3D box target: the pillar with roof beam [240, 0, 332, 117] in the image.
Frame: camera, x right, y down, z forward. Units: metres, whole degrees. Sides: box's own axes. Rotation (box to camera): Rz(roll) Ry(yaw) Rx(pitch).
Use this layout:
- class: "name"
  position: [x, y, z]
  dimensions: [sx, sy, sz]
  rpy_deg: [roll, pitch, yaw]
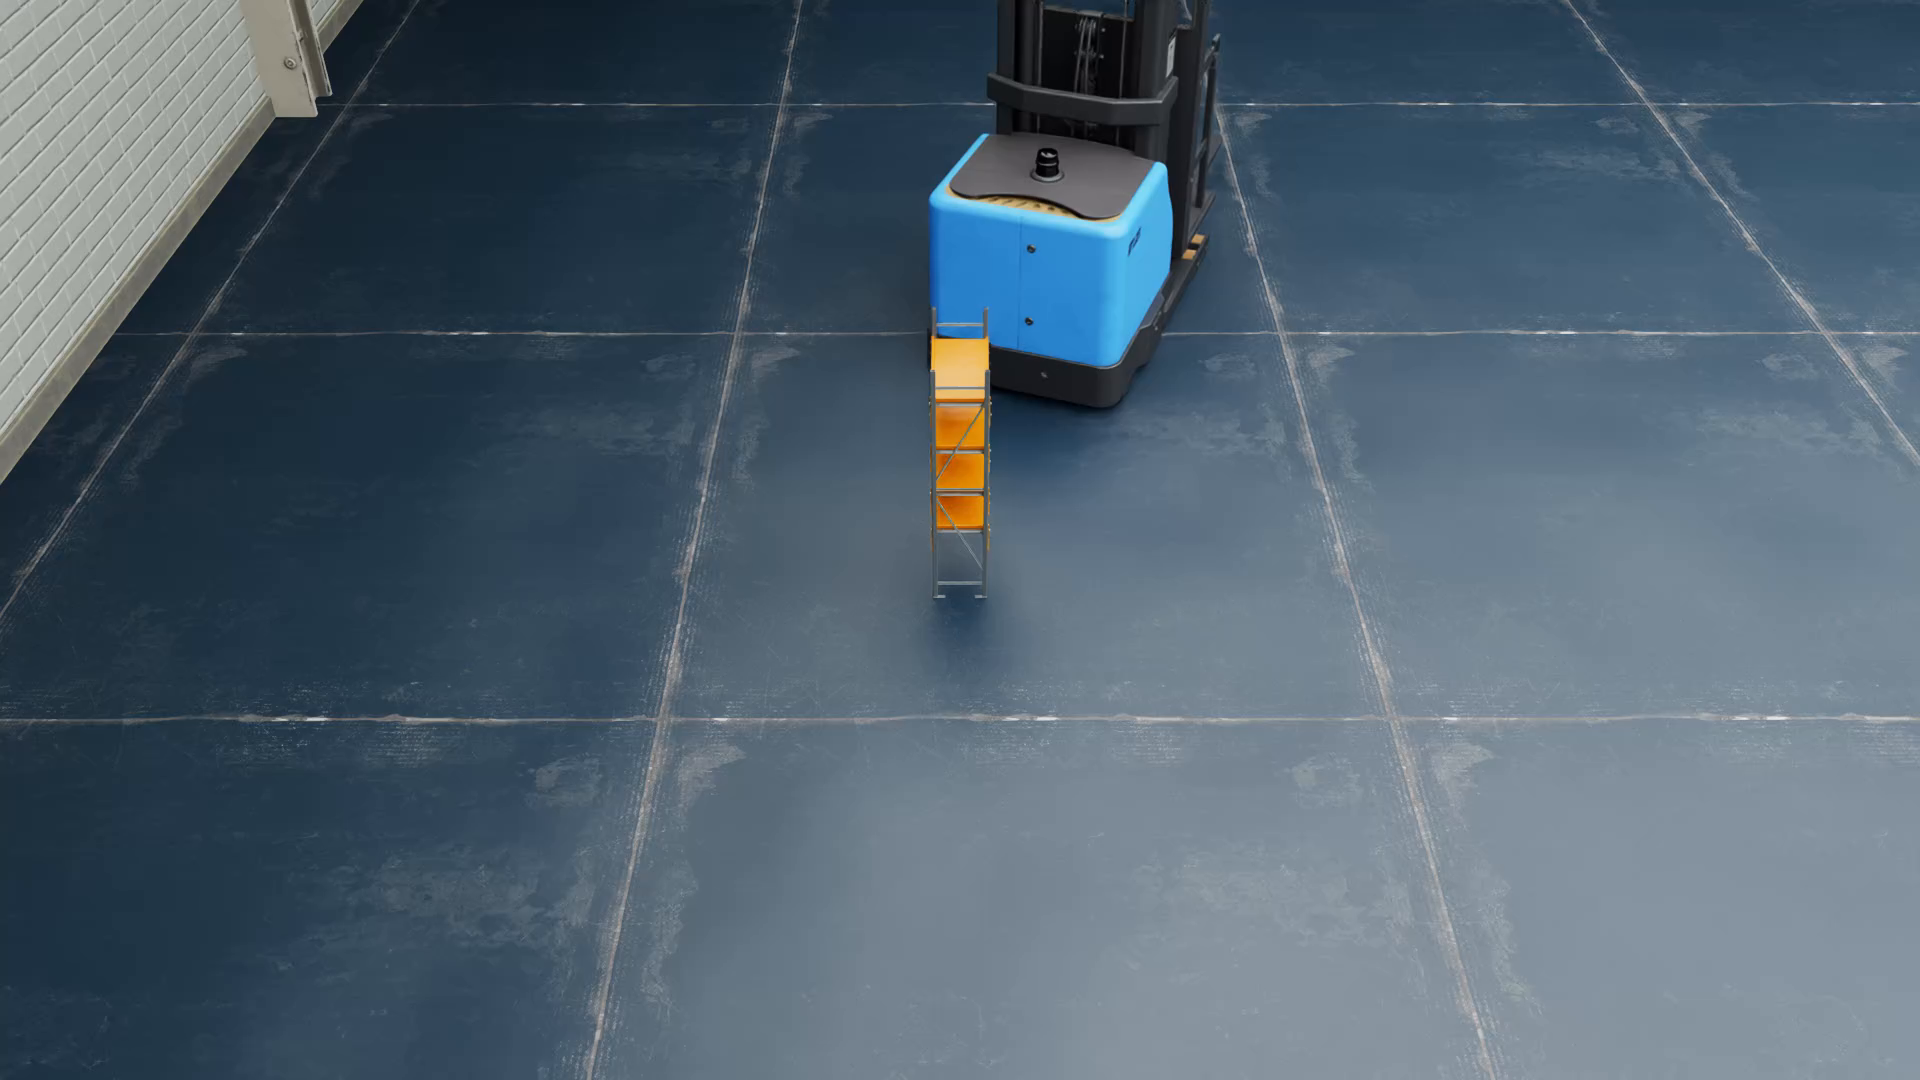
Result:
- class: "pillar with roof beam"
  position: [-0.249, -6.527, 8.699]
  dimensions: [9.100, 9.000, 0.400]
  rpy_deg: [0, 39, 0]

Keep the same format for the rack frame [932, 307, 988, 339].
- class: "rack frame"
  position: [0.000, -0.517, 7.436]
  dimensions: [0.240, 1.200, 0.015]
  rpy_deg: [0, 39, 0]

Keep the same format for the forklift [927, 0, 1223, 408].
- class: "forklift"
  position: [0.825, -2.744, 8.831]
  dimensions: [1.130, 2.935, 3.031]
  rpy_deg: [13, 41, 16]

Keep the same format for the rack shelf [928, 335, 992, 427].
- class: "rack shelf"
  position: [0.000, -0.671, 7.000]
  dimensions: [0.258, 0.148, 0.480]
  rpy_deg: [0, 39, 0]

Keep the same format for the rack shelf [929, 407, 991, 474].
- class: "rack shelf"
  position: [0.000, -0.487, 7.148]
  dimensions: [0.258, 0.148, 0.480]
  rpy_deg: [0, 39, 0]

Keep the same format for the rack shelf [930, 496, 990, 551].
- class: "rack shelf"
  position: [0.000, -0.157, 7.412]
  dimensions: [0.258, 0.148, 0.480]
  rpy_deg: [0, 39, 0]

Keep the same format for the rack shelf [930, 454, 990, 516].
- class: "rack shelf"
  position: [0.000, -0.312, 7.288]
  dimensions: [0.258, 0.148, 0.480]
  rpy_deg: [0, 39, 0]

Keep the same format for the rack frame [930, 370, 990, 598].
- class: "rack frame"
  position: [0.000, -0.212, 7.055]
  dimensions: [0.240, 1.200, 0.015]
  rpy_deg: [0, 39, 0]

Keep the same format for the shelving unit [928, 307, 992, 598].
- class: "shelving unit"
  position: [0.000, -0.365, 7.246]
  dimensions: [0.258, 1.200, 0.503]
  rpy_deg: [0, 39, 0]
